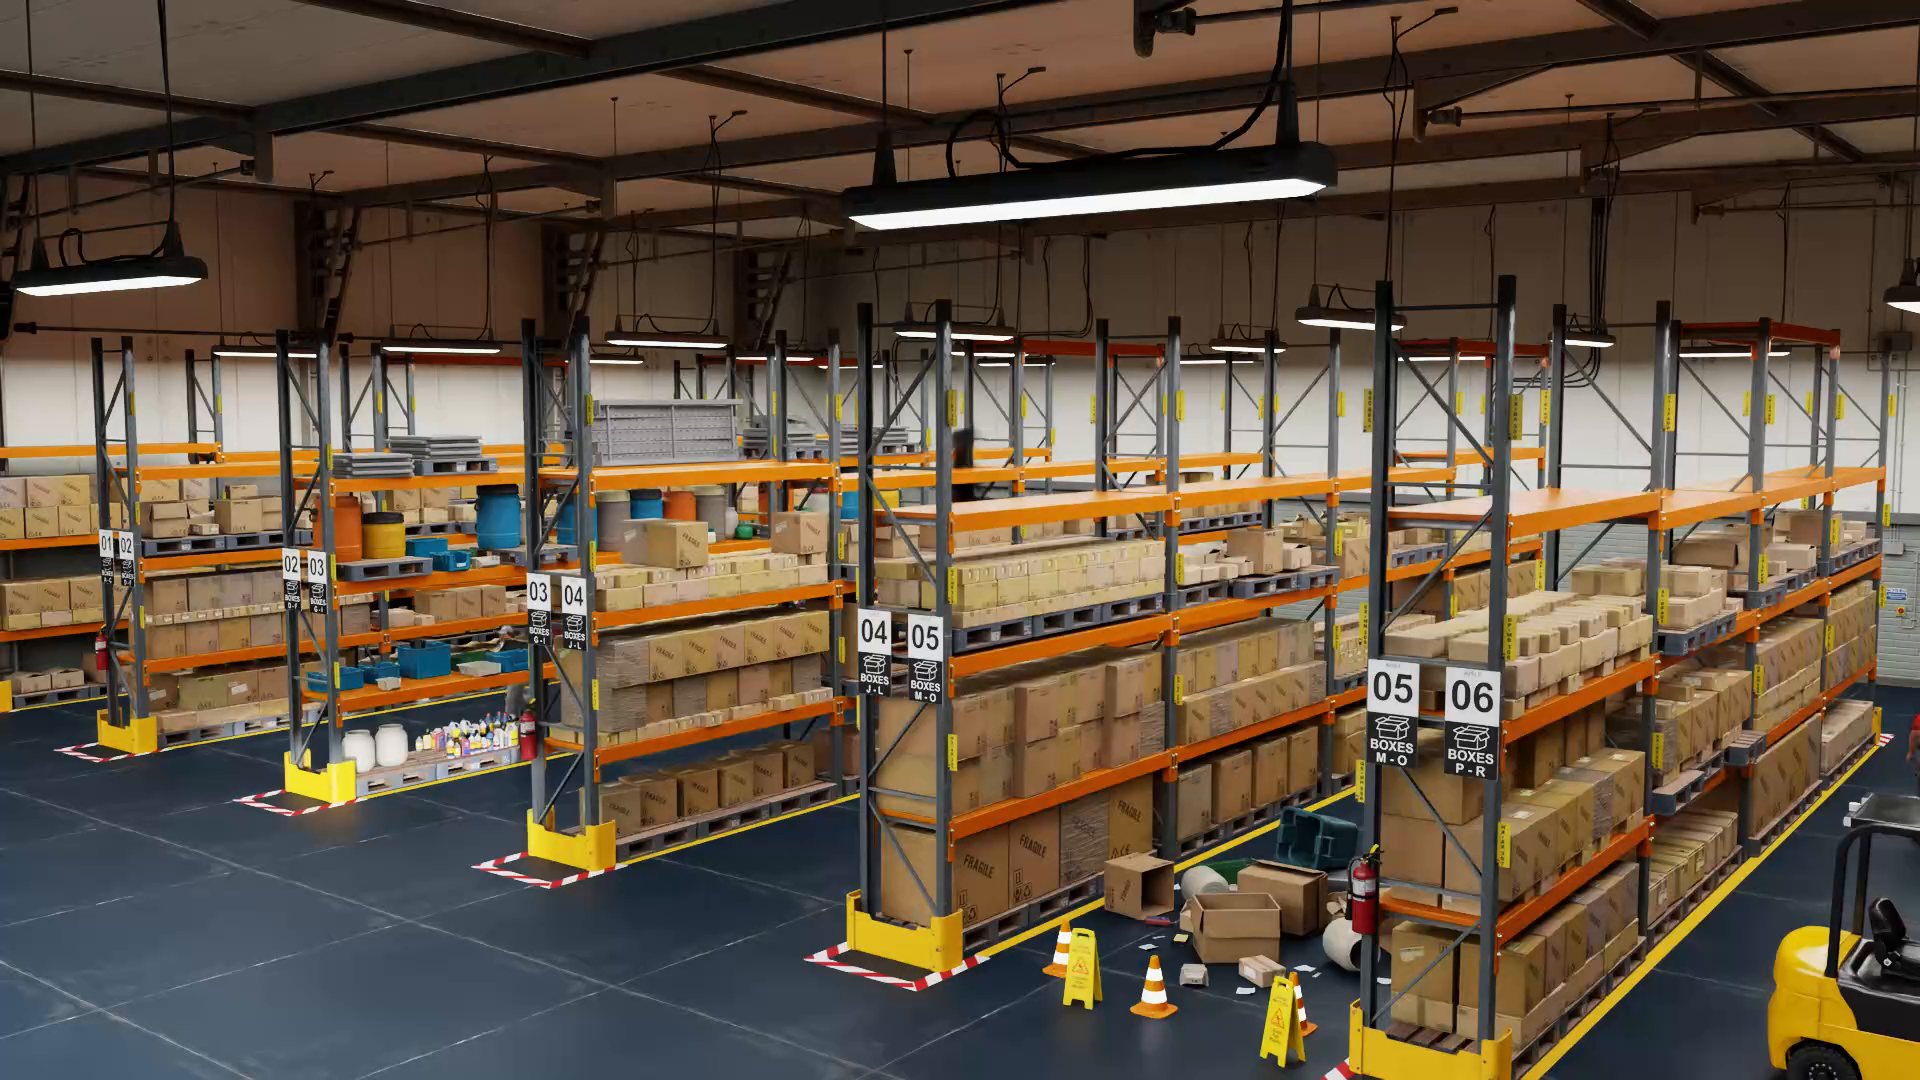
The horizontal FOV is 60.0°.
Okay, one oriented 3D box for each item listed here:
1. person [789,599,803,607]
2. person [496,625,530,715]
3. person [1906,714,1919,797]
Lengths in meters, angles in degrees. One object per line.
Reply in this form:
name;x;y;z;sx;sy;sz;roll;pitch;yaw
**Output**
person;-3.013;1.615;31.823;0.607;1.576;0.747;3;6;27
person;-6.817;2.114;25.574;0.614;1.648;0.969;4;6;39
person;11.415;2.647;19.380;0.654;1.691;0.880;2;5;21
